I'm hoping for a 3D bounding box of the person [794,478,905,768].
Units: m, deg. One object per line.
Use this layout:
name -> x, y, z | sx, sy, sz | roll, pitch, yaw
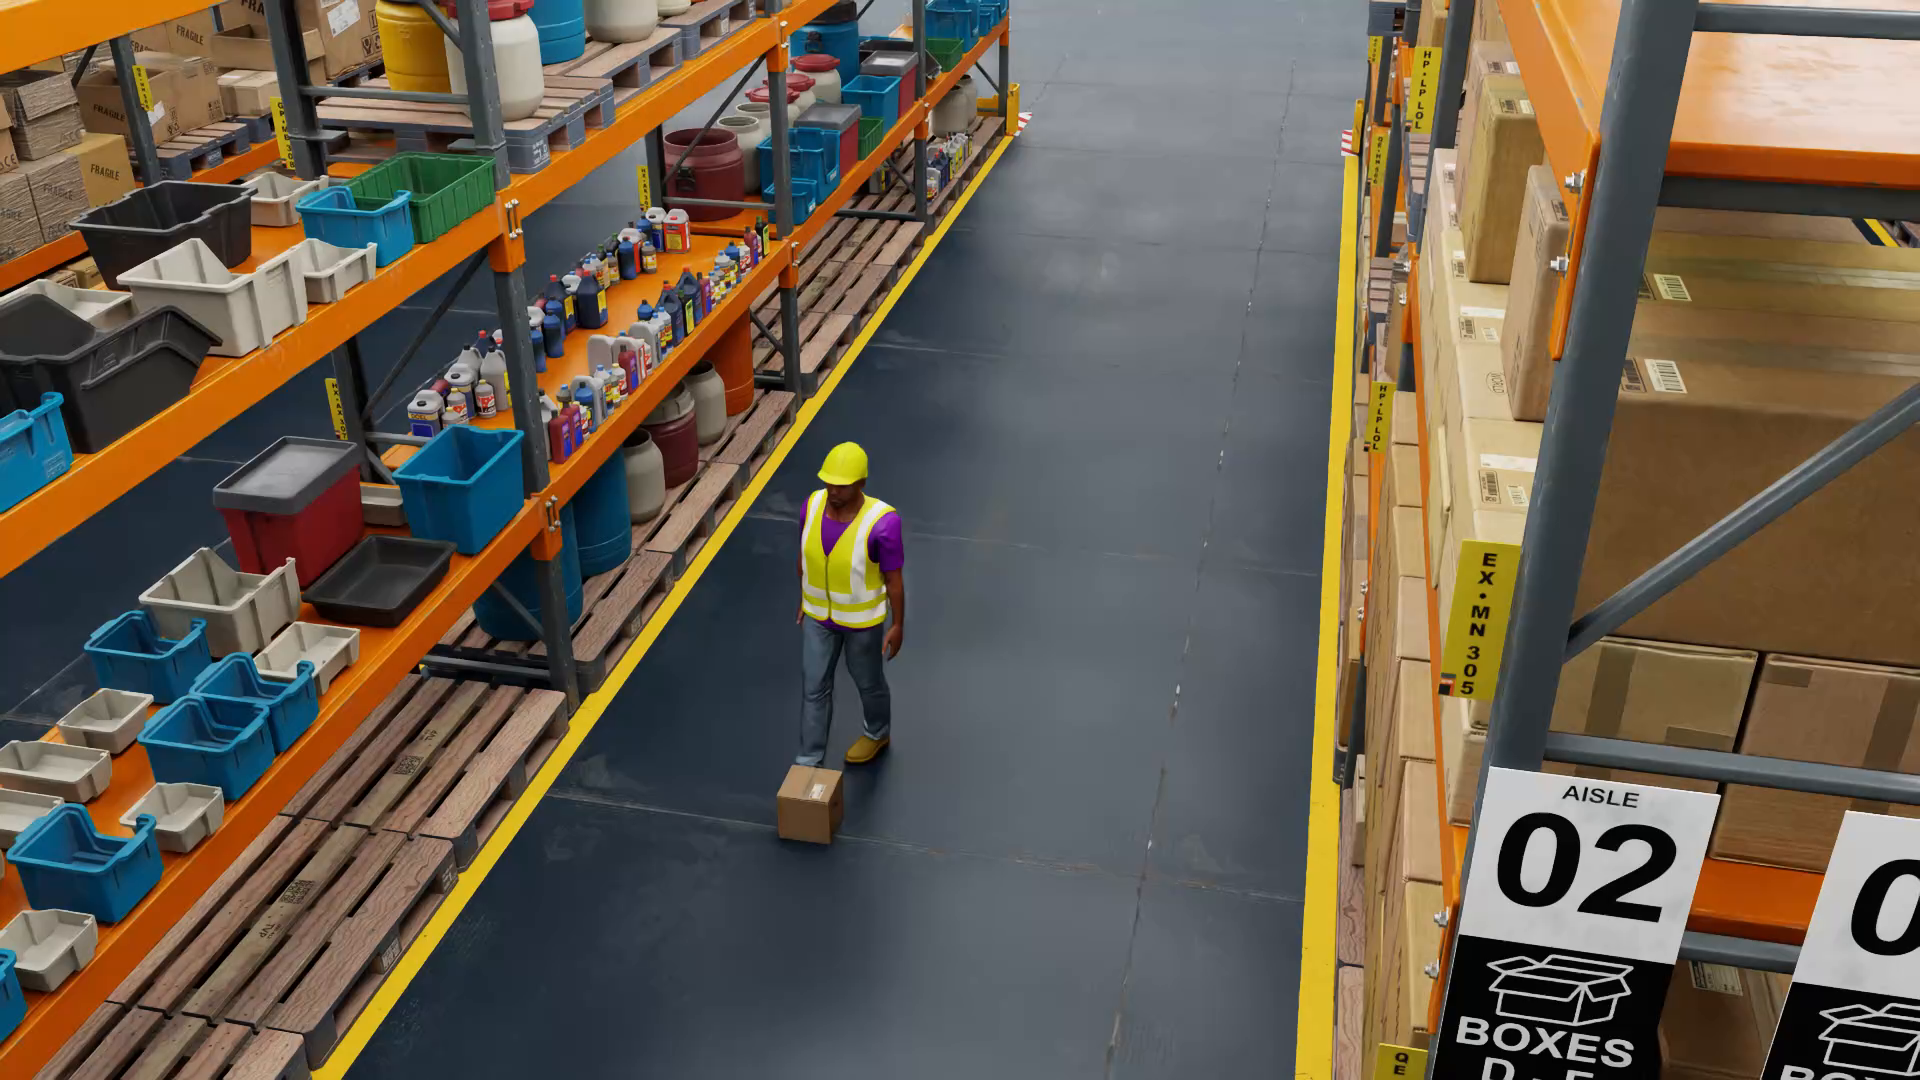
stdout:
person -> -12.360, -2.458, 5.547 | 21.500, 9.000, 11.653 | 12, 31, 21
